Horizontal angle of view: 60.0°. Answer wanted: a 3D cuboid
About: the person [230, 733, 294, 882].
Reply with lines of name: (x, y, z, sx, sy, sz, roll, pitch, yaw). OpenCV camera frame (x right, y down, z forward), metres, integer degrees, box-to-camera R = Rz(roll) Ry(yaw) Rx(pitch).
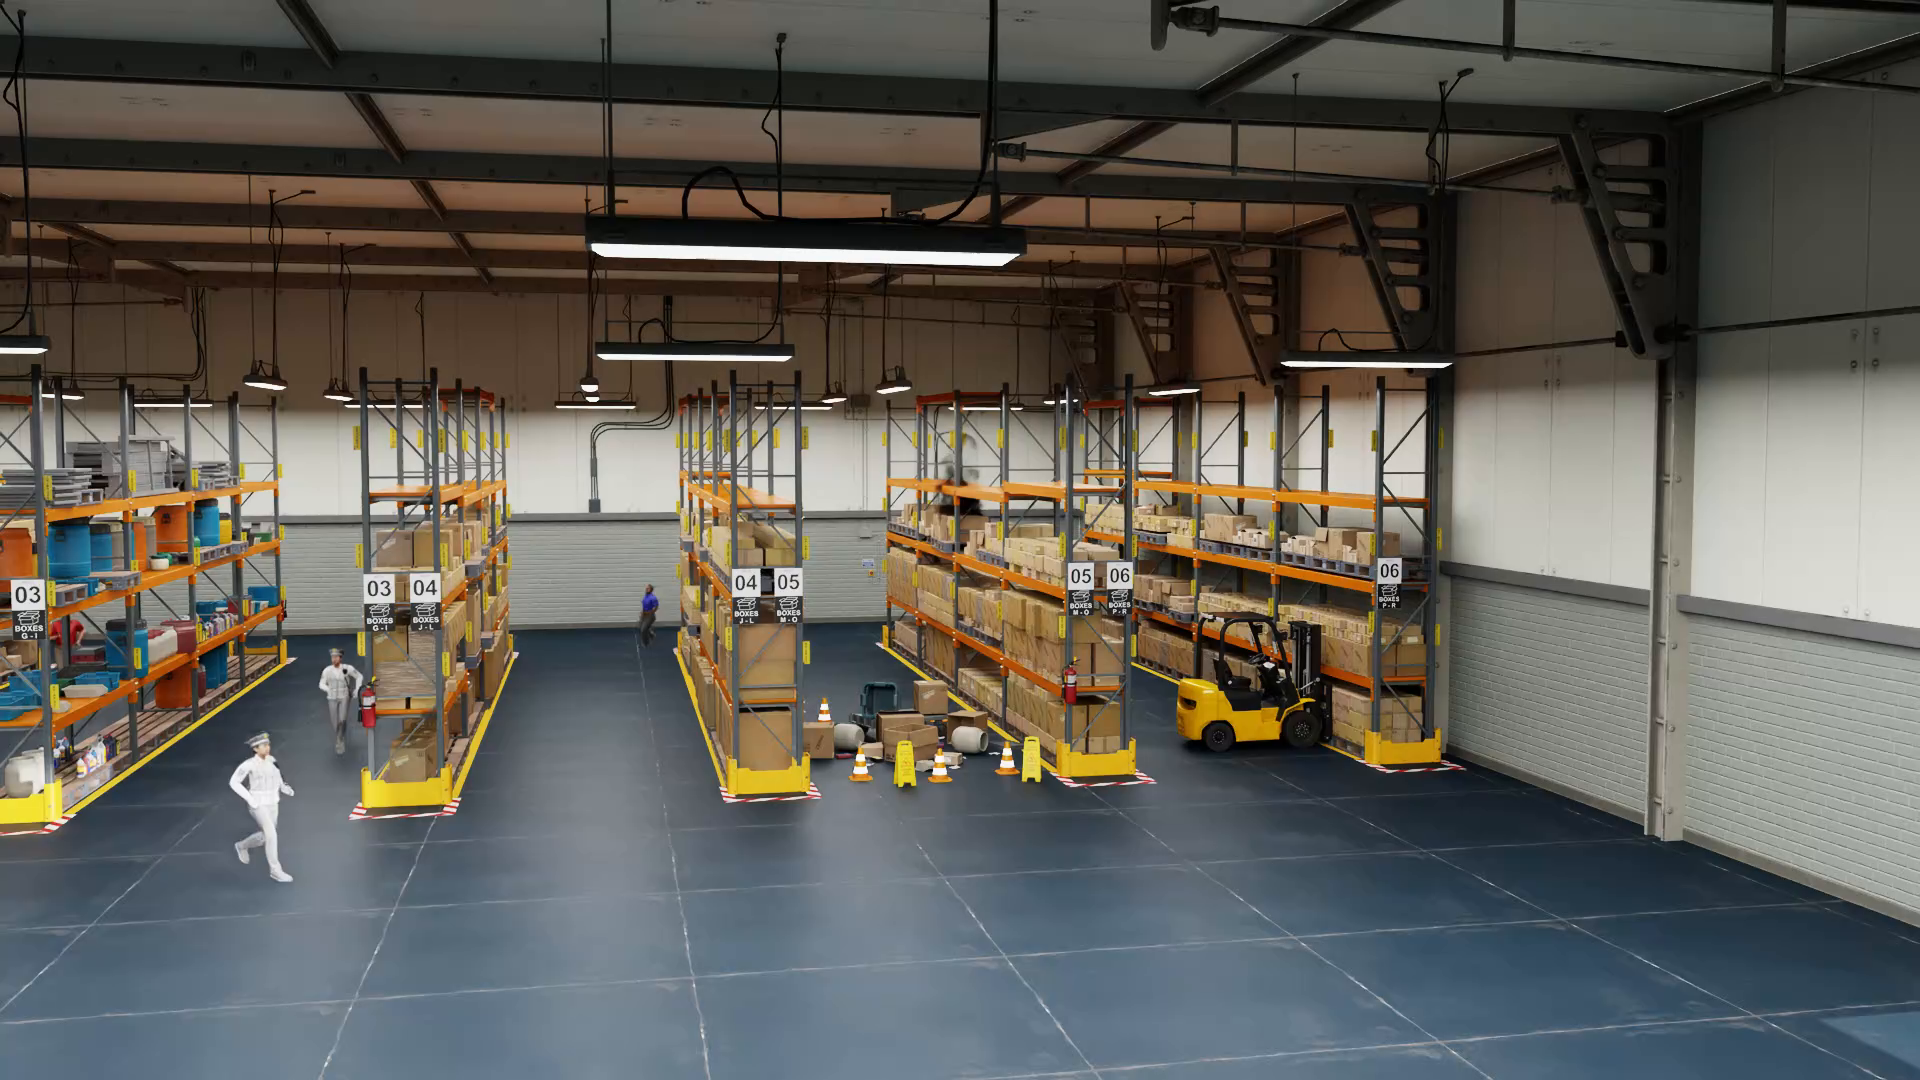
person: (-8.009, 3.042, 19.025, 0.842, 1.696, 0.618, 1, 4, 20)

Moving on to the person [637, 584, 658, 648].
person: (-7.499, 1.833, 40.195, 0.577, 1.559, 0.661, -3, 5, -44)

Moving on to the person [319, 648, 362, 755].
person: (-9.975, 2.587, 26.751, 0.618, 1.711, 0.705, 0, 3, -8)

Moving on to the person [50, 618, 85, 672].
person: (-17.446, 2.222, 32.451, 0.640, 1.791, 0.743, -2, 4, -24)
